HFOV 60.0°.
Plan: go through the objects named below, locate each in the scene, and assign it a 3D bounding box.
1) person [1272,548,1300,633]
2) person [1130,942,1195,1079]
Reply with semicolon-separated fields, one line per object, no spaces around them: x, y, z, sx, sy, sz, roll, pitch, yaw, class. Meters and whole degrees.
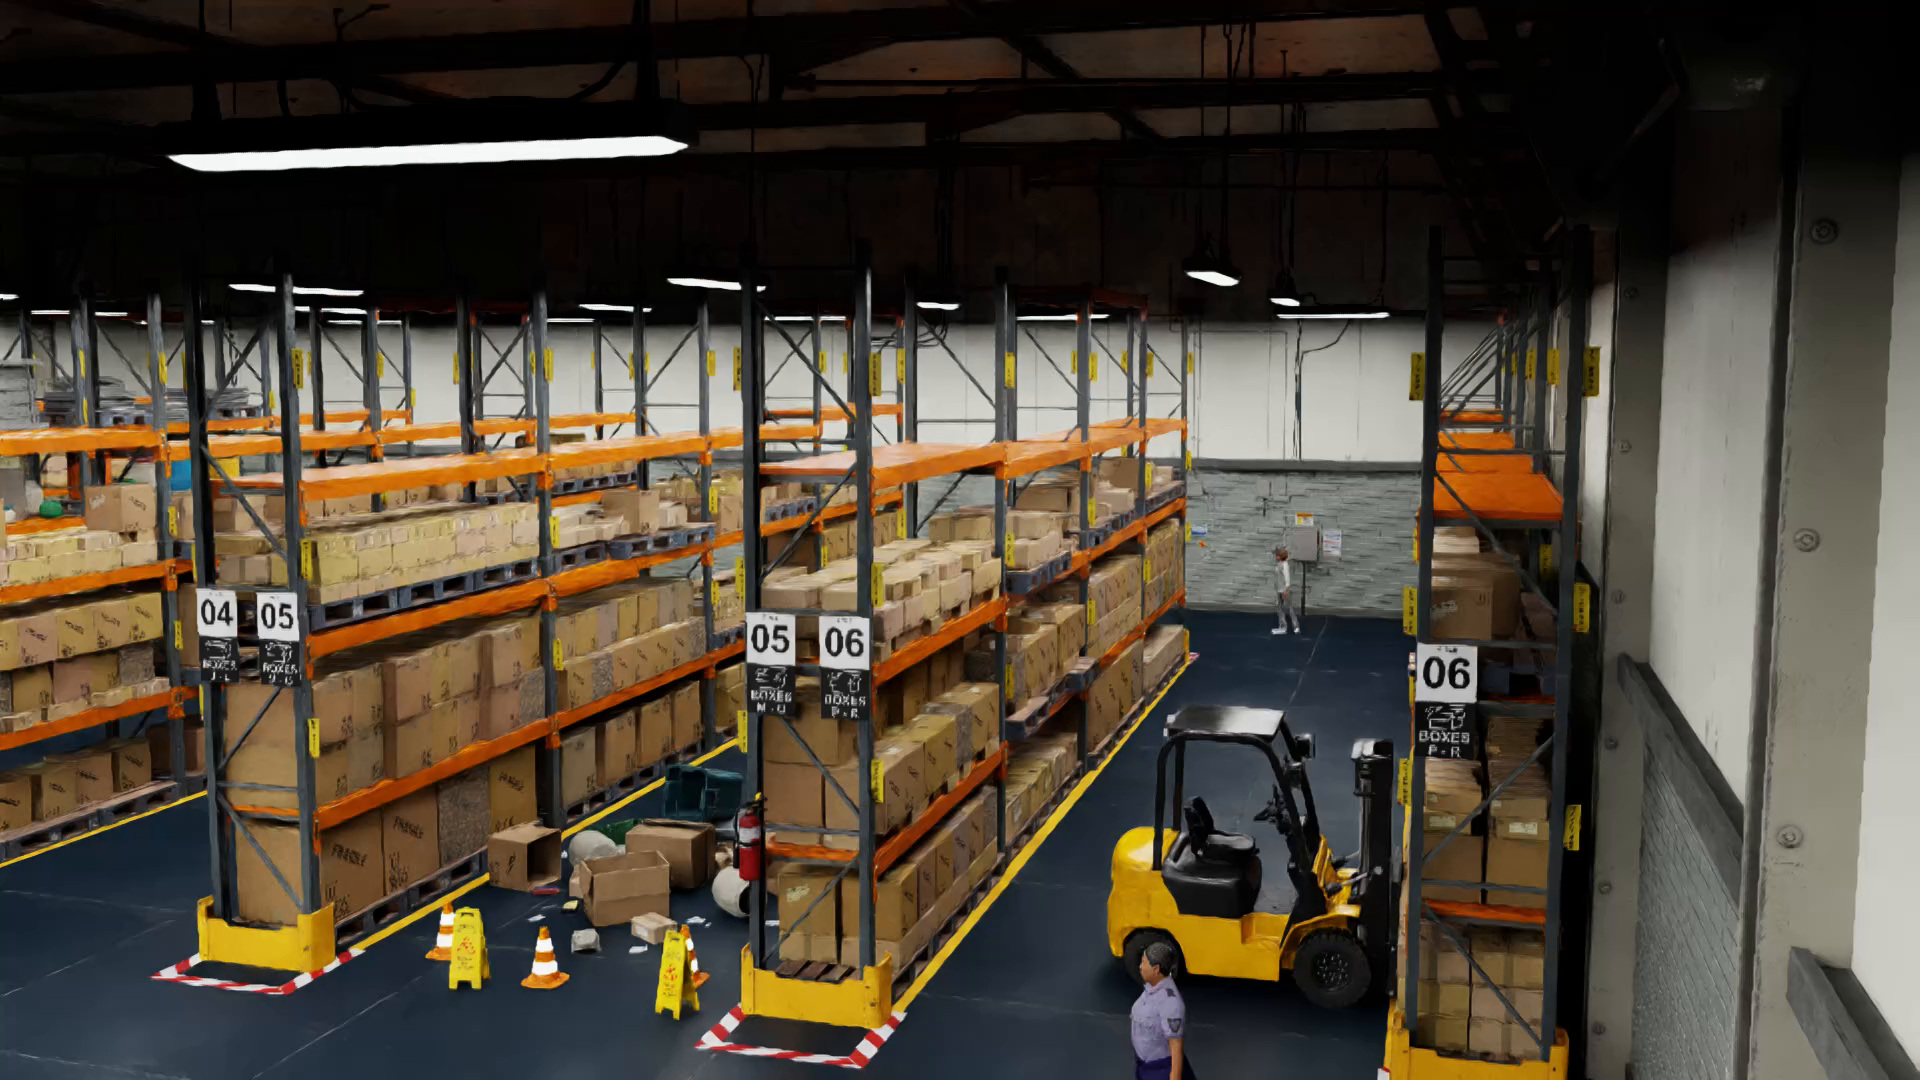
6.061;0.938;30.821;0.483;1.587;0.514;-1;6;-9;person
1.298;3.242;10.068;0.524;1.636;0.594;-1;7;-10;person
